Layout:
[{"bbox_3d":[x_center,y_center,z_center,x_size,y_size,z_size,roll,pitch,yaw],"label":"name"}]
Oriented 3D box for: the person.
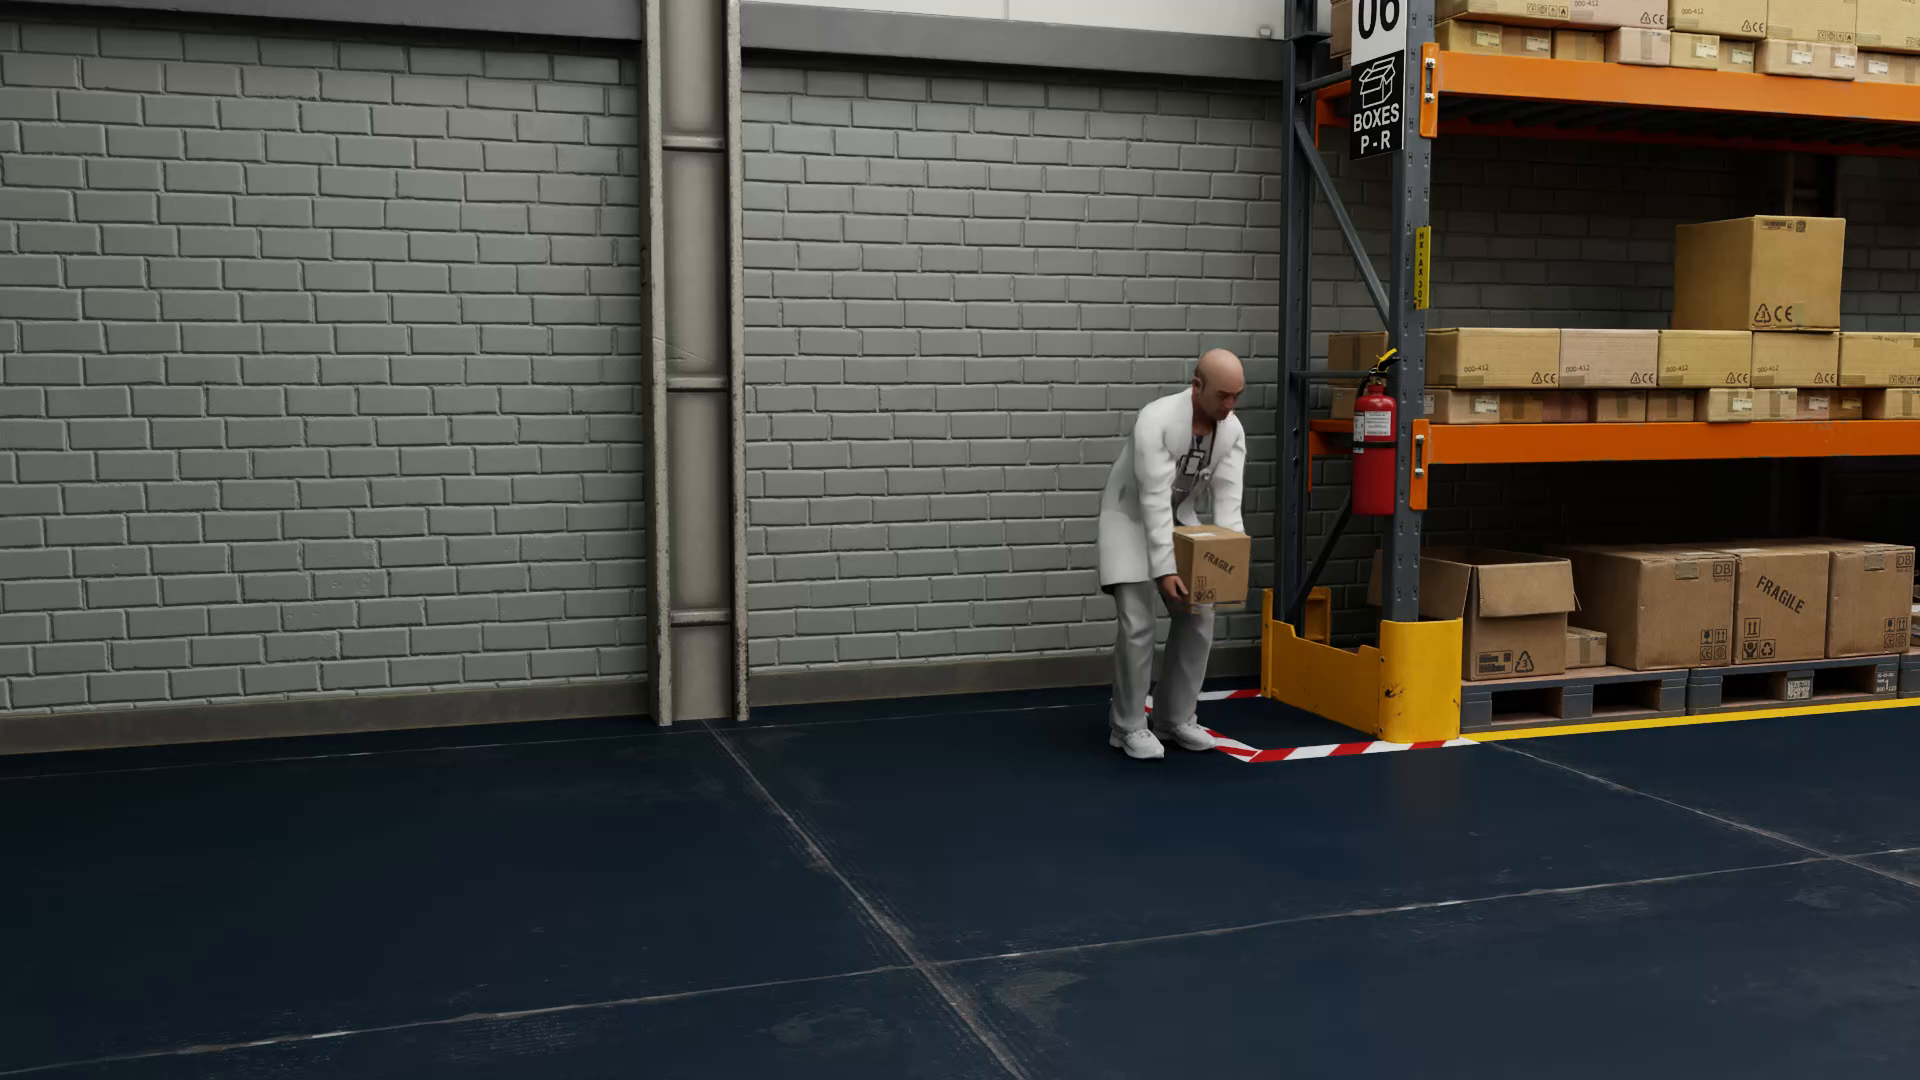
[{"bbox_3d":[0.848,0.059,6.559,0.546,1.608,0.717,-3,6,-26],"label":"person"}]
